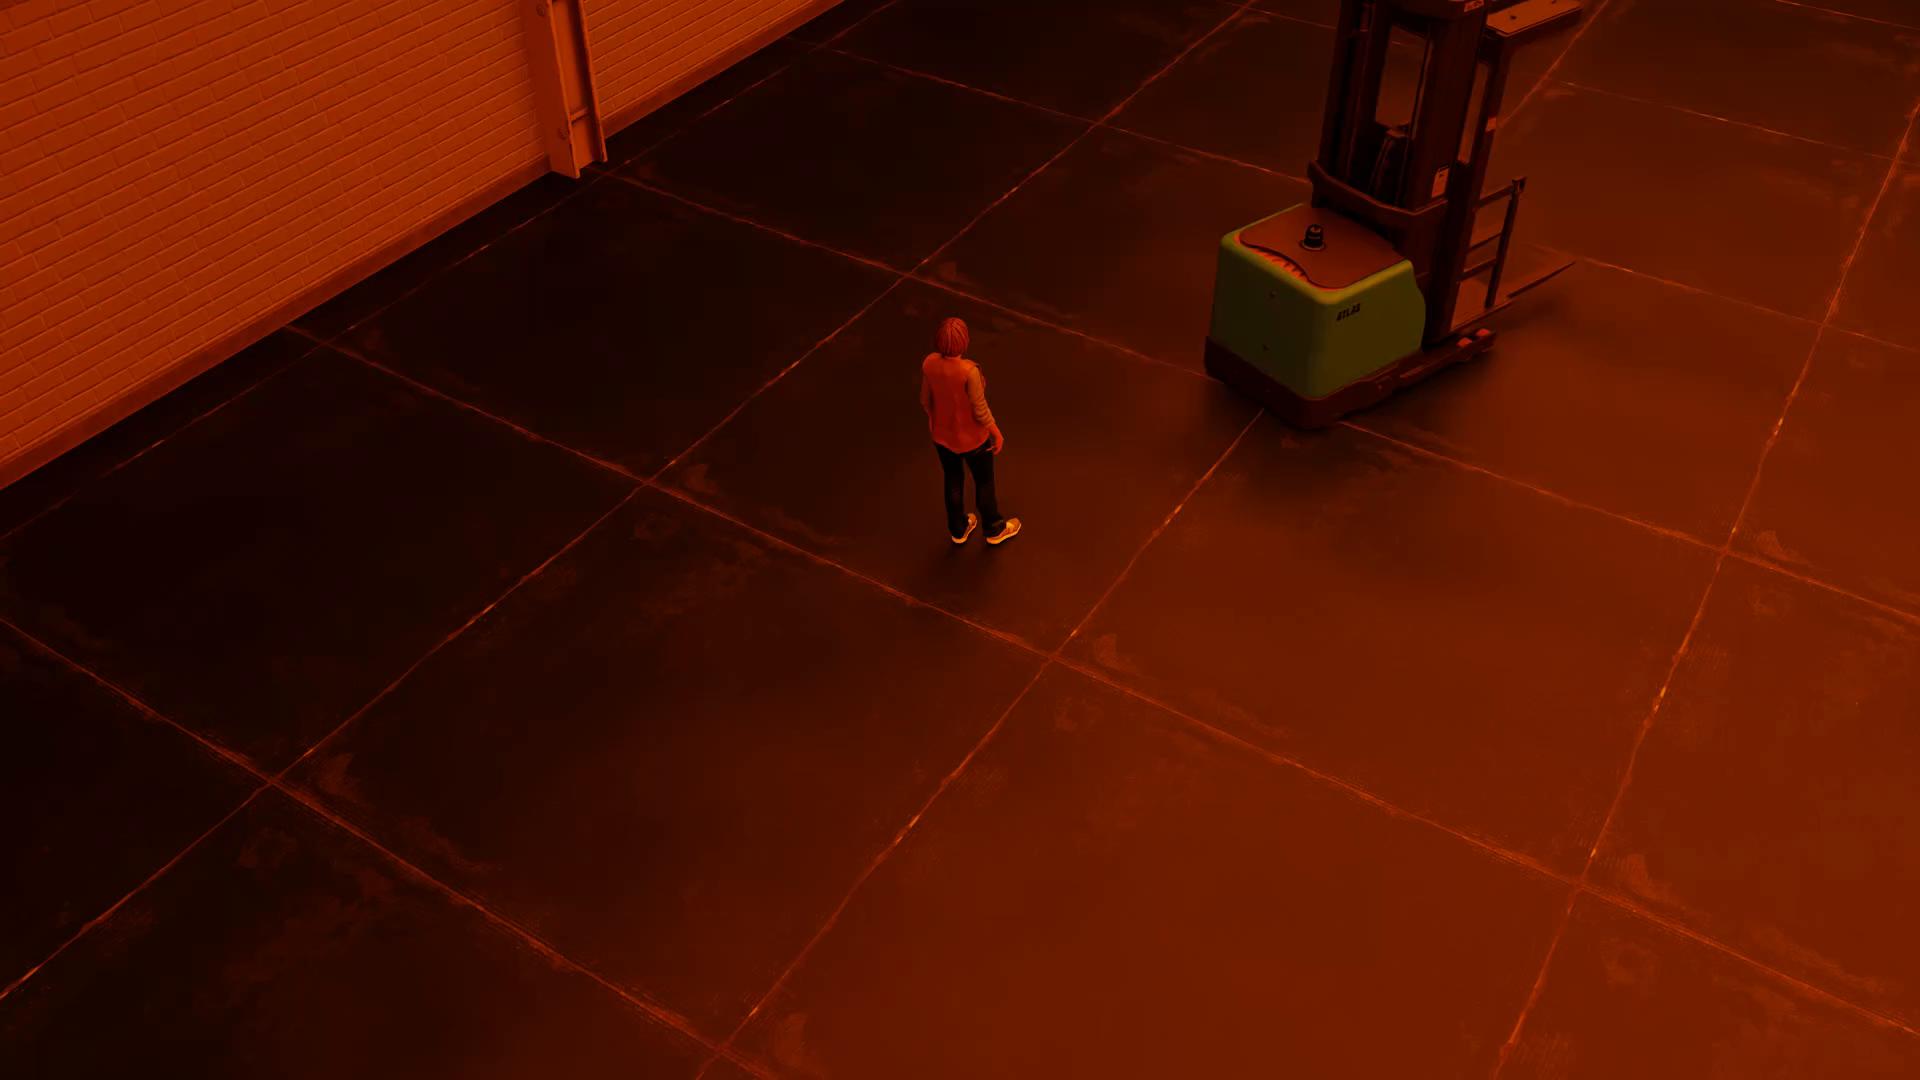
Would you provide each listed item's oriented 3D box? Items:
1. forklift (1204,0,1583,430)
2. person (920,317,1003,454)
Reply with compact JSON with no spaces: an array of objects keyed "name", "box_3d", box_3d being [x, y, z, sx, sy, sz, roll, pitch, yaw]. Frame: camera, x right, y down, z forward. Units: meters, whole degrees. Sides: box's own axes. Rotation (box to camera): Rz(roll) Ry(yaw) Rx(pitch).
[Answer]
[{"name":"forklift","box_3d":[3.179,-2.622,11.061,3.031,2.935,1.130,-26,47,-27]},{"name":"person","box_3d":[-0.009,-0.859,9.475,0.501,0.918,0.257,22,45,24]}]
